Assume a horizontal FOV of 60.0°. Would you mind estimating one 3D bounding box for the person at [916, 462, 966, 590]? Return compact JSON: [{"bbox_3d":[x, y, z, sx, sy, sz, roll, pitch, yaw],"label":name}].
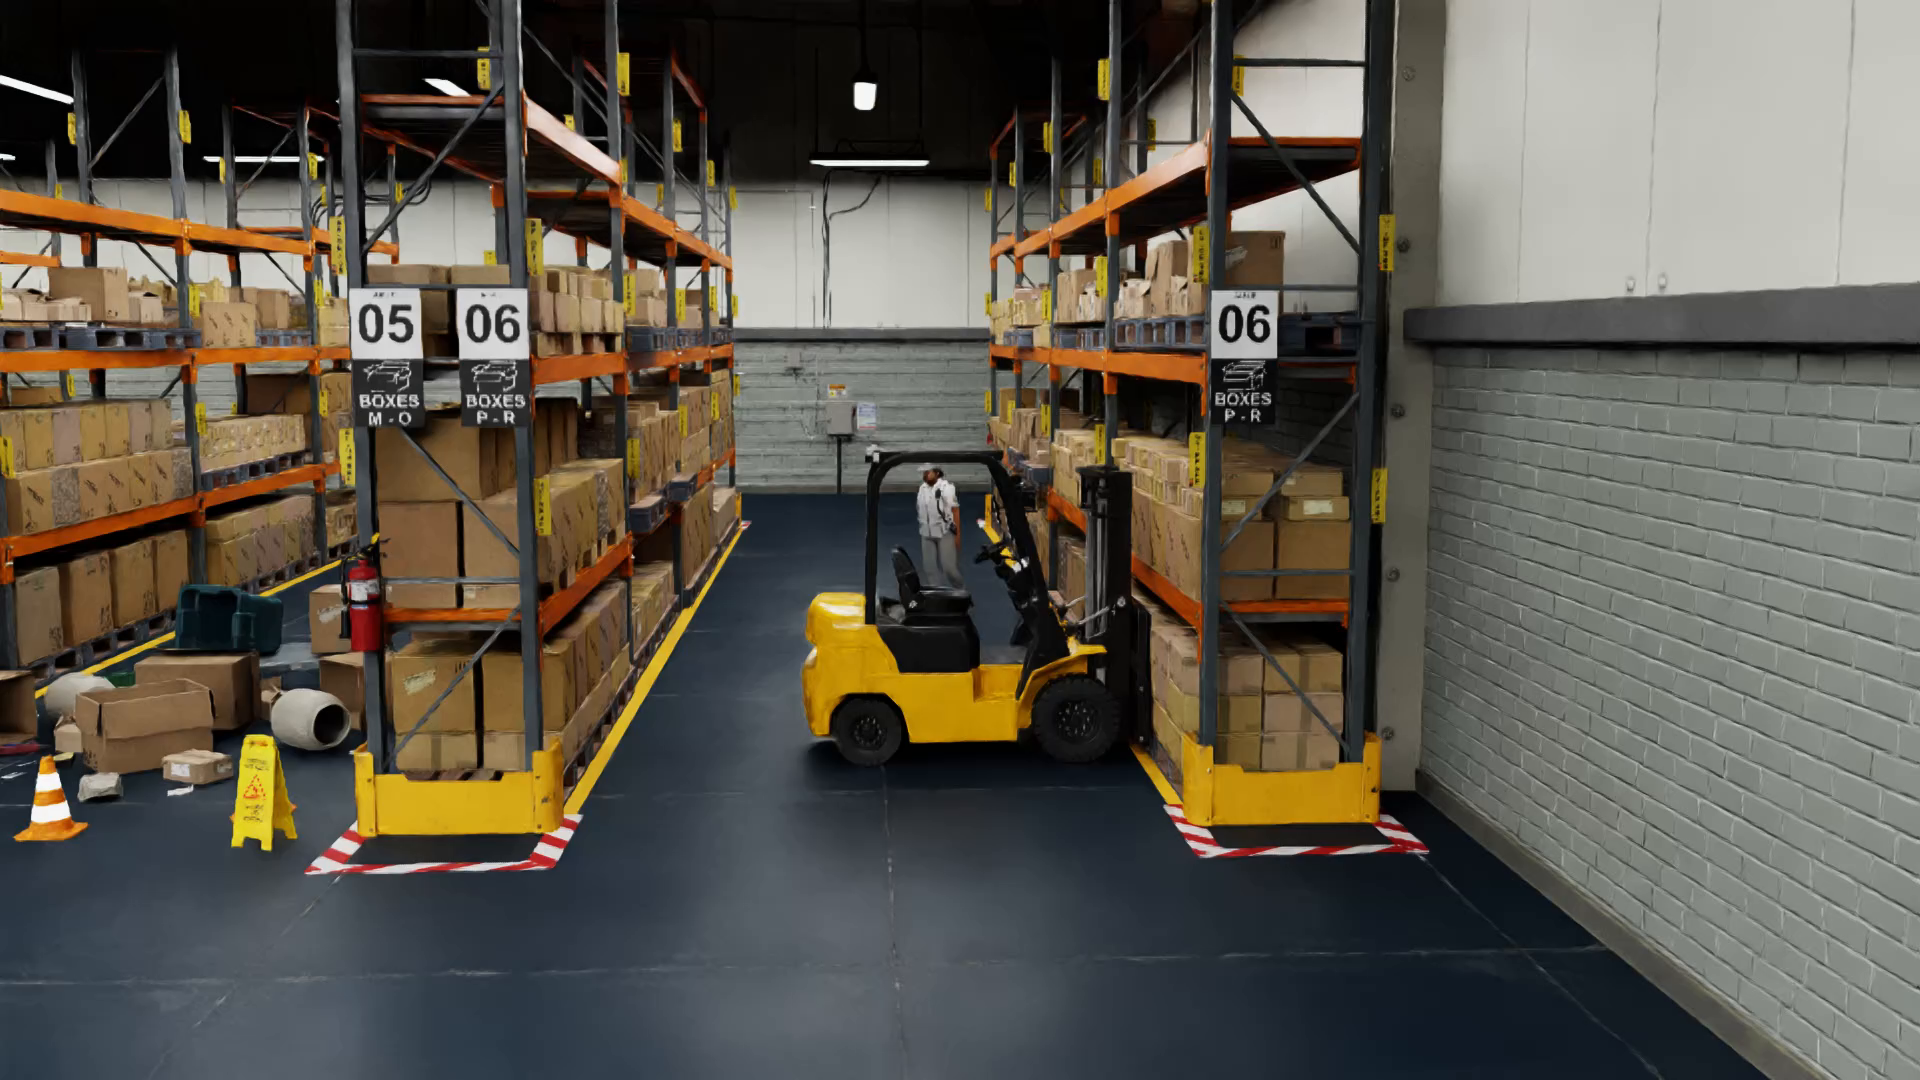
[{"bbox_3d":[-0.185,-0.044,17.610,0.547,1.655,0.575,4,8,32],"label":"person"}]
